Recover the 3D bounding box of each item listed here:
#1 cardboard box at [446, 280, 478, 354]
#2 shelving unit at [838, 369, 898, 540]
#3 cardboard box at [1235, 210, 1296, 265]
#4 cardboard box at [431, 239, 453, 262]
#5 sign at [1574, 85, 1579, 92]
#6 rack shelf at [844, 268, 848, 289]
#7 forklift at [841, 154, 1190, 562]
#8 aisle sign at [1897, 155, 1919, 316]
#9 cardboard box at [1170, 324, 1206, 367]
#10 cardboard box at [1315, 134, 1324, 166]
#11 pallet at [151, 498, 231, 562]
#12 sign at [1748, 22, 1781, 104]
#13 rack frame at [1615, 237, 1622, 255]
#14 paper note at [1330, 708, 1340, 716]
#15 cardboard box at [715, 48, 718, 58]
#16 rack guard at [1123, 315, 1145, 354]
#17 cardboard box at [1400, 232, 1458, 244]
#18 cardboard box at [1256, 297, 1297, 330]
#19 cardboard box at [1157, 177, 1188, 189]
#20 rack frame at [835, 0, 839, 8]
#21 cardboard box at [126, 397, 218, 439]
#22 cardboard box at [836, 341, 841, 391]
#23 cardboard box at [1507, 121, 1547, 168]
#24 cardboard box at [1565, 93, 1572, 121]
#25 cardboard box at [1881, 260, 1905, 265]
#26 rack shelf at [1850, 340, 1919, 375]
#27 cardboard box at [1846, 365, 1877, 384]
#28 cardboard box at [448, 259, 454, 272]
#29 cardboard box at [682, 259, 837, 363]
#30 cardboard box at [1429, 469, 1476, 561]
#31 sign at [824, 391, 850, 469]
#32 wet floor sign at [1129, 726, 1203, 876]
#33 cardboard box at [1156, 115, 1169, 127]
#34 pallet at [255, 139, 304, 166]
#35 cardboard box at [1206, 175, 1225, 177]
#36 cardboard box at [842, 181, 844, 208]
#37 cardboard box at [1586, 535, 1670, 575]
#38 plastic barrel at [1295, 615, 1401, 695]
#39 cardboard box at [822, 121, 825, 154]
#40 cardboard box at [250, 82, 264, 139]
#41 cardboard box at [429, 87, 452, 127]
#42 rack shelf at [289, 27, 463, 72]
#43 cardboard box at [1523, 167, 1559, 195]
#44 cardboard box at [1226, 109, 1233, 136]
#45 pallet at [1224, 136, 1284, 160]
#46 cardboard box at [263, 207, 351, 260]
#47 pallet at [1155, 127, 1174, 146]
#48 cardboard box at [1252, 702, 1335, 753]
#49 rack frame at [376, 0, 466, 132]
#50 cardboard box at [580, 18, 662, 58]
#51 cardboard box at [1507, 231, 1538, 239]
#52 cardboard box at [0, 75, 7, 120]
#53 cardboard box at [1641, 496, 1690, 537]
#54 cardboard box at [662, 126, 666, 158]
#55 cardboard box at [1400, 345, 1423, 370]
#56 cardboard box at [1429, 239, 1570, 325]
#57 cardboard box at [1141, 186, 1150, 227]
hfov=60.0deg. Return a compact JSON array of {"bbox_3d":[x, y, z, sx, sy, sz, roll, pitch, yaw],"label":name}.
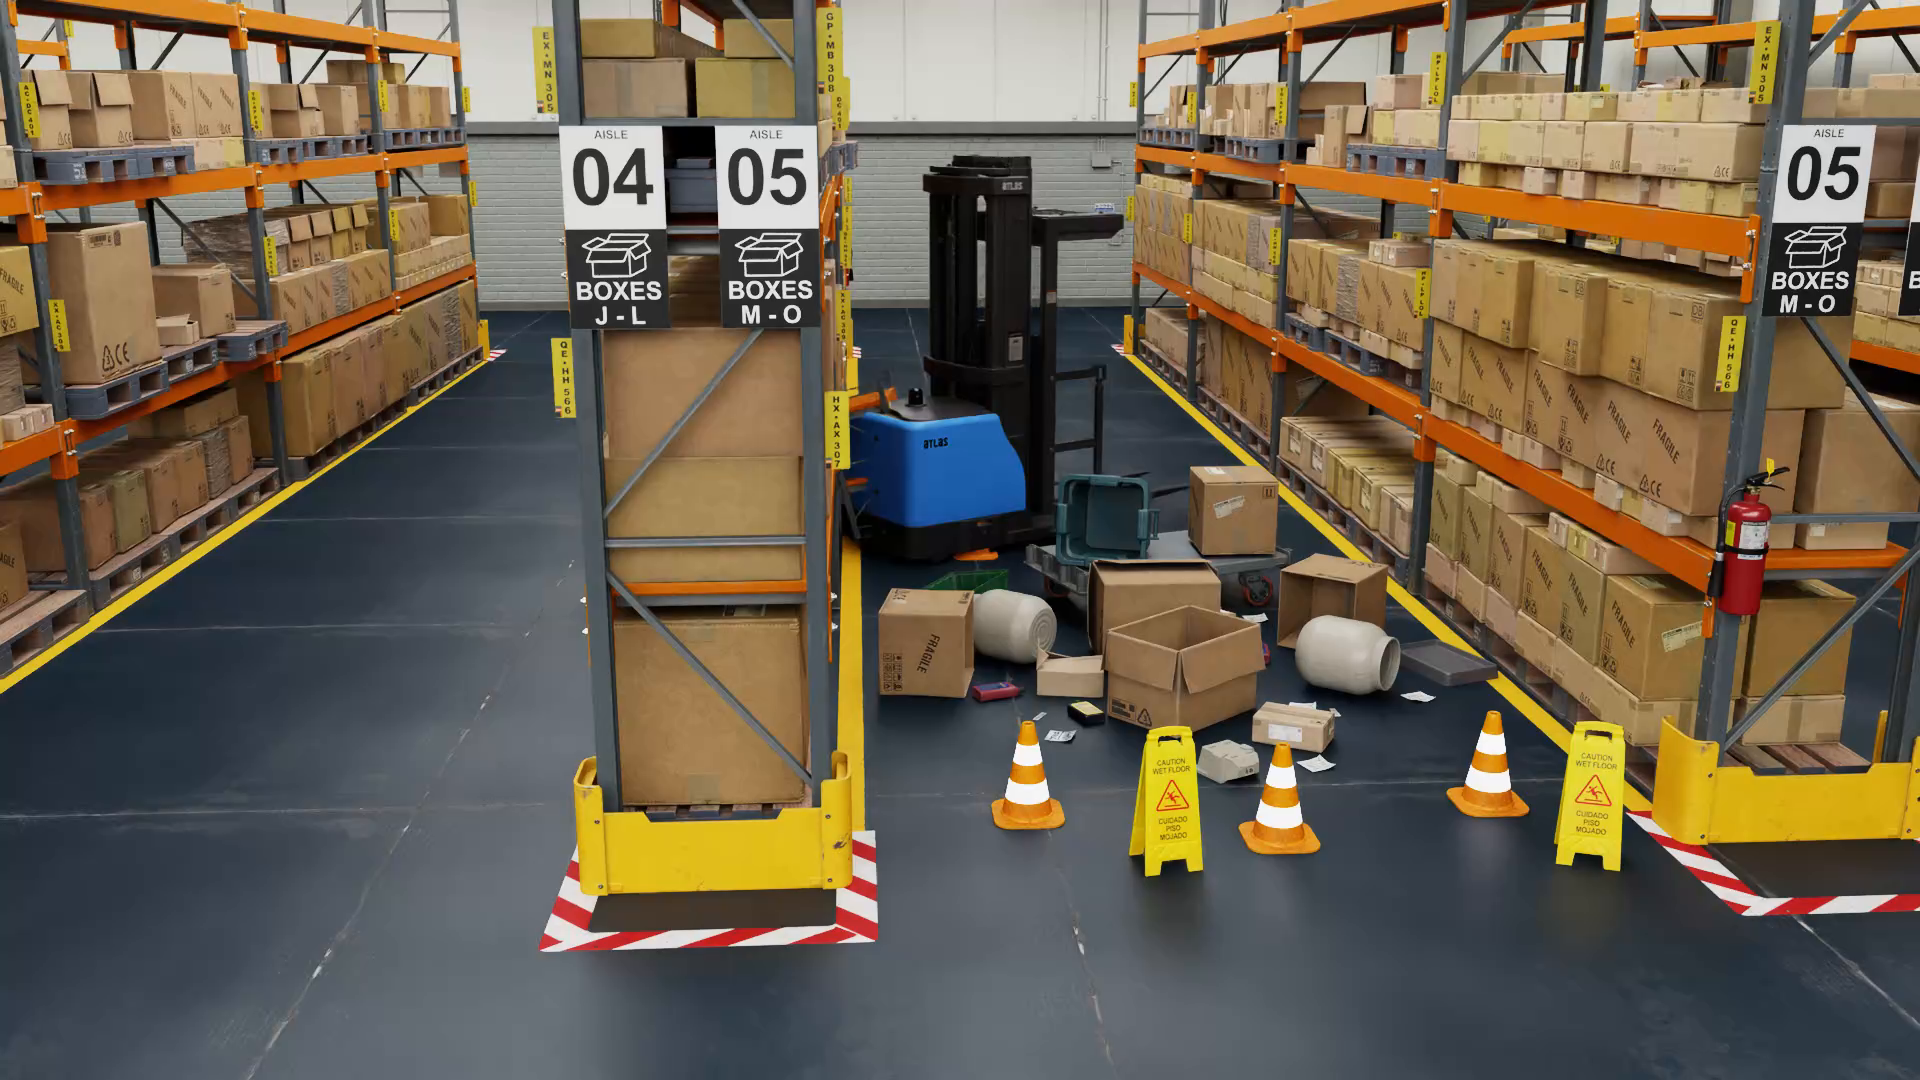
[{"bbox_3d":[-6.890,-2.933,21.826,0.875,0.875,0.875,-1,14,-3],"label":"cardboard box"},{"bbox_3d":[-0.679,-0.688,12.958,0.538,1.125,1.048,-14,9,4],"label":"shelving unit"},{"bbox_3d":[3.020,-2.988,16.413,0.500,0.500,0.500,-1,14,-3],"label":"cardboard box"},{"bbox_3d":[-6.652,-3.619,20.775,0.500,0.250,0.500,-1,14,-5],"label":"cardboard box"},{"bbox_3d":[8.391,-6.032,22.654,0.100,0.325,0.005,-1,14,-3],"label":"sign"},{"bbox_3d":[-1.929,-3.122,20.584,1.077,0.370,4.000,-1,14,-3],"label":"rack shelf"},{"bbox_3d":[0.577,-1.522,13.060,3.031,2.935,1.130,-10,18,-34],"label":"forklift"},{"bbox_3d":[4.186,-1.338,6.992,0.394,0.787,0.004,-1,14,-3],"label":"aisle sign"},{"bbox_3d":[3.142,-2.418,20.702,0.875,0.438,0.875,-1,14,-5],"label":"cardboard box"},{"bbox_3d":[3.243,-3.323,14.171,0.396,0.266,0.258,-1,14,-3],"label":"cardboard box"},{"bbox_3d":[-6.394,-0.079,12.911,1.003,0.211,1.213,-1,14,-3],"label":"pallet"},{"bbox_3d":[3.318,-1.968,6.859,0.100,0.325,0.005,-1,14,-3],"label":"sign"},{"bbox_3d":[8.083,-3.152,19.257,1.000,3.000,0.127,-1,14,-3],"label":"rack frame"},{"bbox_3d":[2.091,0.961,9.272,0.032,0.001,0.123,-1,14,-3],"label":"paper note"},{"bbox_3d":[-1.609,-2.793,9.703,0.380,0.149,0.250,-1,14,-4],"label":"cardboard box"},{"bbox_3d":[2.880,-2.865,23.157,1.175,0.500,0.348,-1,14,-3],"label":"rack guard"},{"bbox_3d":[3.760,-2.387,13.343,0.380,0.149,0.250,-2,15,-6],"label":"cardboard box"},{"bbox_3d":[3.087,-2.129,15.582,0.500,0.250,0.500,-1,14,-5],"label":"cardboard box"},{"bbox_3d":[2.693,-4.501,20.990,0.380,0.149,0.250,-1,14,-3],"label":"cardboard box"},{"bbox_3d":[-1.805,-5.878,17.814,1.000,3.000,0.127,-1,14,-3],"label":"rack frame"},{"bbox_3d":[-6.399,-0.994,13.500,0.500,0.250,0.500,1,14,3],"label":"cardboard box"},{"bbox_3d":[-1.073,-1.167,11.341,0.500,0.500,0.500,-1,14,-3],"label":"cardboard box"},{"bbox_3d":[3.439,-2.242,9.406,0.500,0.250,0.500,-1,14,-3],"label":"cardboard box"},{"bbox_3d":[3.498,-2.333,8.960,0.380,0.149,0.250,-1,14,-2],"label":"cardboard box"},{"bbox_3d":[8.553,-2.442,14.996,0.380,0.149,0.250,0,14,-2],"label":"cardboard box"},{"bbox_3d":[8.455,-1.311,13.548,1.077,0.370,4.000,-1,14,-3],"label":"rack shelf"},{"bbox_3d":[8.610,-1.599,16.092,0.380,0.149,0.250,0,14,-1],"label":"cardboard box"},{"bbox_3d":[-6.594,-3.457,20.948,0.380,0.149,0.250,-1,14,-5],"label":"cardboard box"},{"bbox_3d":[-1.170,-1.352,9.792,0.875,0.550,0.550,-1,14,-3],"label":"cardboard box"},{"bbox_3d":[3.392,-0.169,10.834,0.500,0.500,0.500,0,14,-1],"label":"cardboard box"},{"bbox_3d":[-0.507,-0.453,6.872,0.100,0.325,0.005,-1,14,-3],"label":"sign"},{"bbox_3d":[0.917,1.128,7.346,0.267,0.644,0.232,-3,15,-13],"label":"wet floor sign"},{"bbox_3d":[2.720,-5.378,21.350,0.380,0.149,0.250,0,14,-1],"label":"cardboard box"},{"bbox_3d":[-6.606,-3.447,14.764,1.213,0.211,1.003,0,14,-1],"label":"pallet"},{"bbox_3d":[3.218,-4.641,21.535,0.380,0.149,0.250,-1,14,-2],"label":"cardboard box"},{"bbox_3d":[-1.637,-4.020,19.827,0.500,0.500,0.500,-1,14,-3],"label":"cardboard box"},{"bbox_3d":[3.473,0.075,8.582,0.380,0.149,0.250,0,14,-2],"label":"cardboard box"},{"bbox_3d":[2.234,0.667,9.584,0.512,0.421,0.421,10,18,35],"label":"plastic barrel"},{"bbox_3d":[-0.794,-1.787,7.394,0.380,0.149,0.250,-1,14,-3],"label":"cardboard box"},{"bbox_3d":[-6.623,-3.783,14.641,0.797,0.503,0.637,0,14,0],"label":"cardboard box"},{"bbox_3d":[-6.923,-5.541,21.277,0.700,0.500,0.500,-2,15,-7],"label":"cardboard box"},{"bbox_3d":[-6.885,-5.782,19.687,1.077,0.370,4.000,-1,14,-3],"label":"rack shelf"},{"bbox_3d":[3.392,-2.013,9.313,0.380,0.149,0.250,-1,14,-5],"label":"cardboard box"},{"bbox_3d":[2.893,-4.206,16.760,0.396,0.266,0.258,0,14,1],"label":"cardboard box"},{"bbox_3d":[3.212,-3.878,16.439,1.003,0.211,1.213,0,14,-1],"label":"pallet"},{"bbox_3d":[-6.683,-3.126,16.943,0.797,0.503,0.637,-1,14,-3],"label":"cardboard box"},{"bbox_3d":[3.017,-4.991,20.561,1.003,0.211,1.213,-1,14,-3],"label":"pallet"},{"bbox_3d":[1.776,0.996,8.857,0.380,0.149,0.250,7,16,26],"label":"cardboard box"},{"bbox_3d":[-7.009,-6.822,21.480,1.000,3.000,0.127,-1,14,-3],"label":"rack frame"},{"bbox_3d":[-1.421,-2.036,6.761,0.380,0.149,0.250,-1,14,-3],"label":"cardboard box"},{"bbox_3d":[7.626,-3.976,22.163,0.500,0.250,0.500,-1,14,-3],"label":"cardboard box"},{"bbox_3d":[-5.983,-2.711,9.723,0.500,0.500,0.500,-1,14,-5],"label":"cardboard box"},{"bbox_3d":[3.510,-0.119,7.975,0.380,0.149,0.250,-1,14,-4],"label":"cardboard box"},{"bbox_3d":[-1.420,-1.649,6.856,0.380,0.149,0.250,-1,14,-4],"label":"cardboard box"},{"bbox_3d":[3.318,-1.290,11.683,0.380,0.149,0.250,-1,14,-3],"label":"cardboard box"},{"bbox_3d":[3.436,-1.649,10.611,0.700,0.500,0.500,-1,14,-4],"label":"cardboard box"},{"bbox_3d":[2.666,-4.350,21.705,0.500,0.500,0.500,-1,14,-5],"label":"cardboard box"}]
